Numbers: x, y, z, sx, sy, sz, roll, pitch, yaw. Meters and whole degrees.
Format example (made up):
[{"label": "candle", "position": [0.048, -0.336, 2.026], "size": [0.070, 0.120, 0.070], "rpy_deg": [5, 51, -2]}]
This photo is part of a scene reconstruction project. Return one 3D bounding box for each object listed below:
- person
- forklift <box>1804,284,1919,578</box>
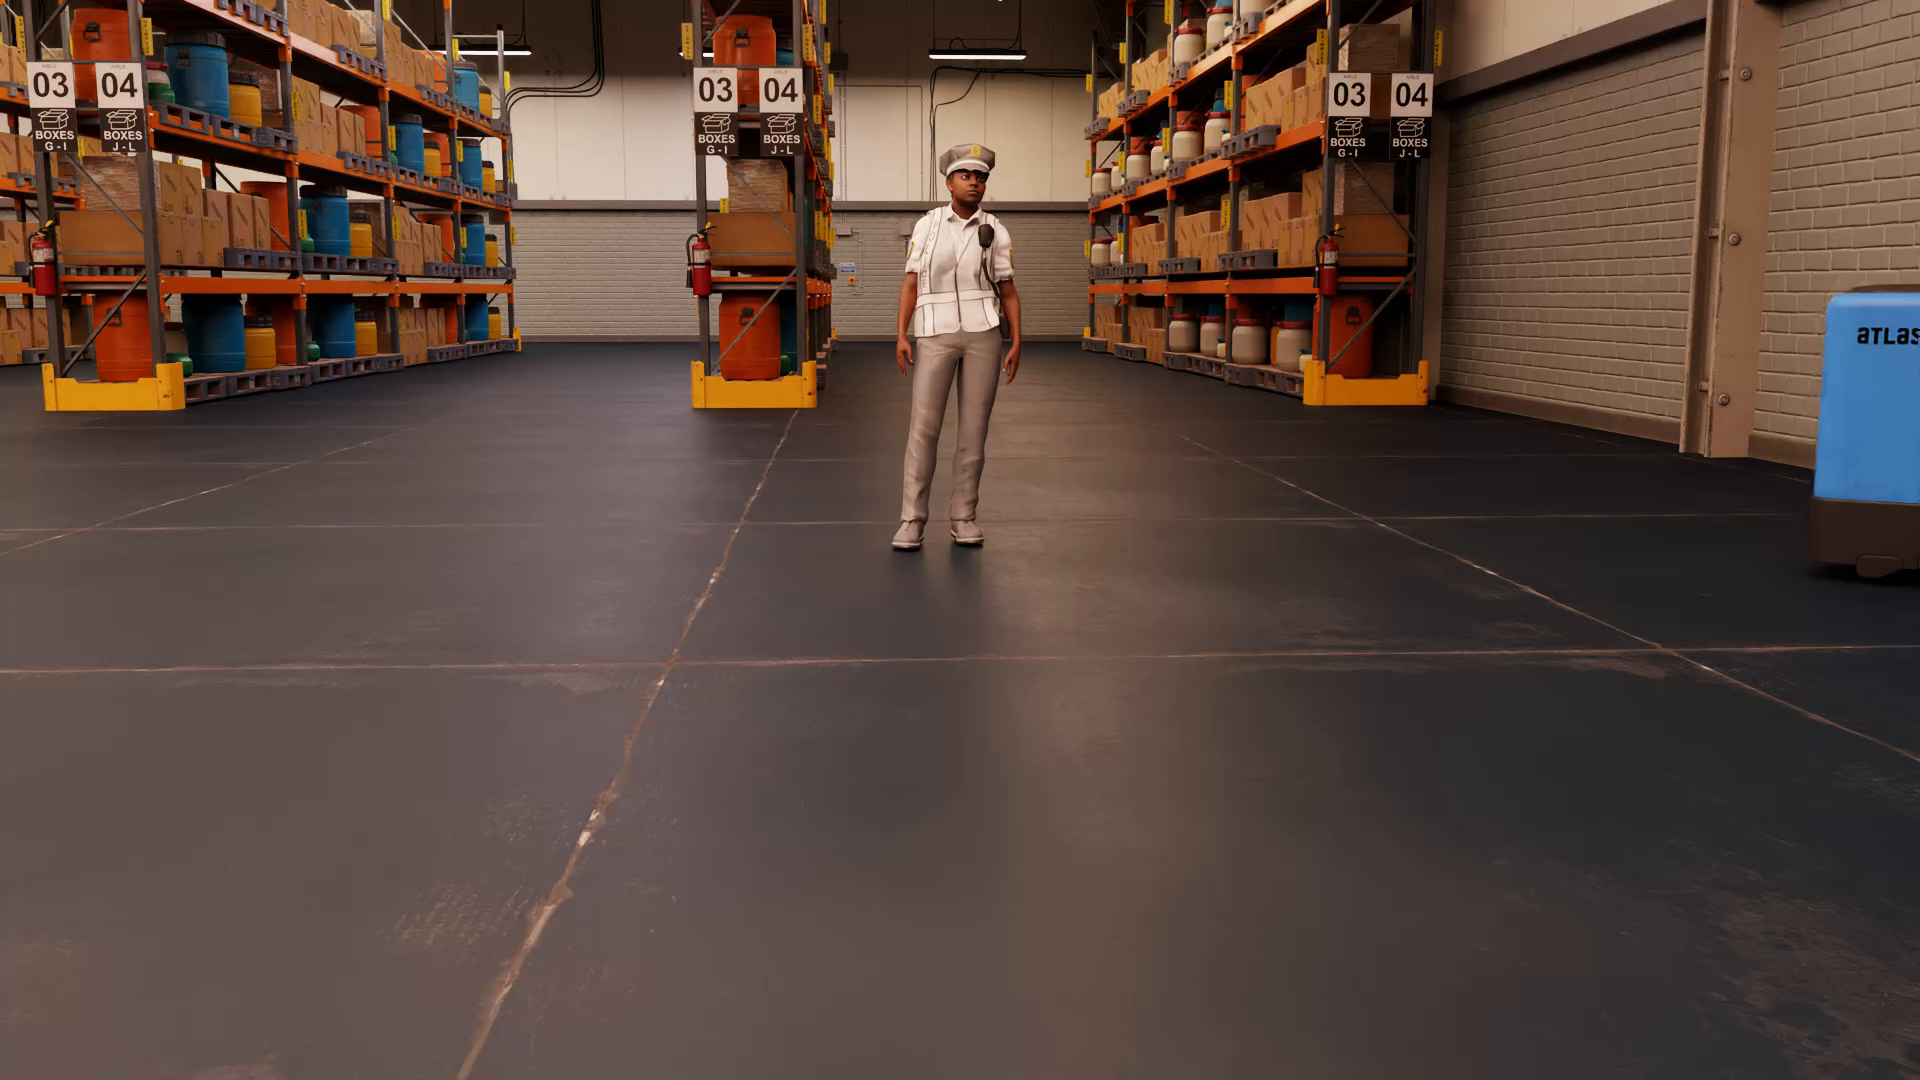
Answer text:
[{"label": "person", "position": [-0.015, -0.834, 7.110], "size": [0.569, 1.694, 0.530], "rpy_deg": [-1, 8, -4]}, {"label": "forklift", "position": [4.742, -1.247, 5.729], "size": [3.031, 2.935, 1.130], "rpy_deg": [5, 10, 31]}]
